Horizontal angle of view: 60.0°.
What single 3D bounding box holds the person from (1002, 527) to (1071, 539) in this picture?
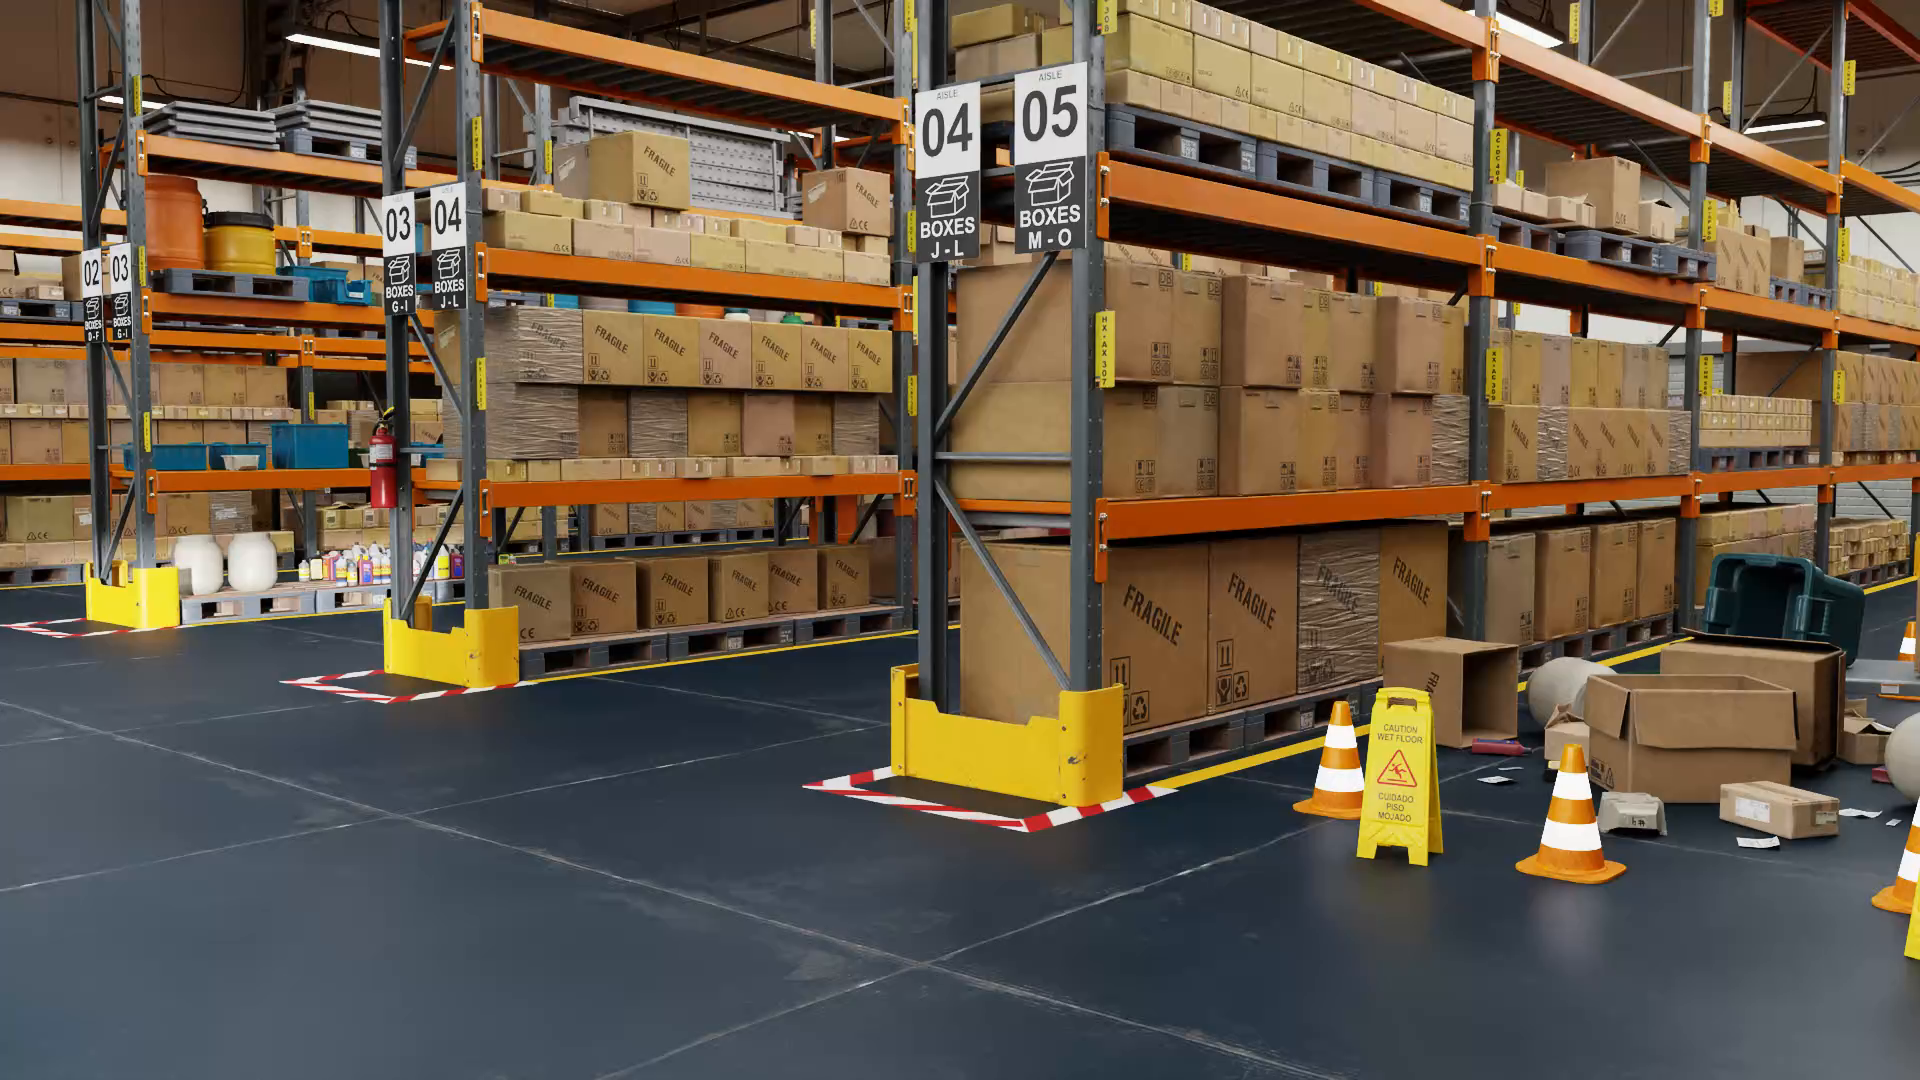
[{"bbox_3d":[0.719,0.242,13.575,0.499,1.038,0.963,2,4,35],"label":"person"}]
